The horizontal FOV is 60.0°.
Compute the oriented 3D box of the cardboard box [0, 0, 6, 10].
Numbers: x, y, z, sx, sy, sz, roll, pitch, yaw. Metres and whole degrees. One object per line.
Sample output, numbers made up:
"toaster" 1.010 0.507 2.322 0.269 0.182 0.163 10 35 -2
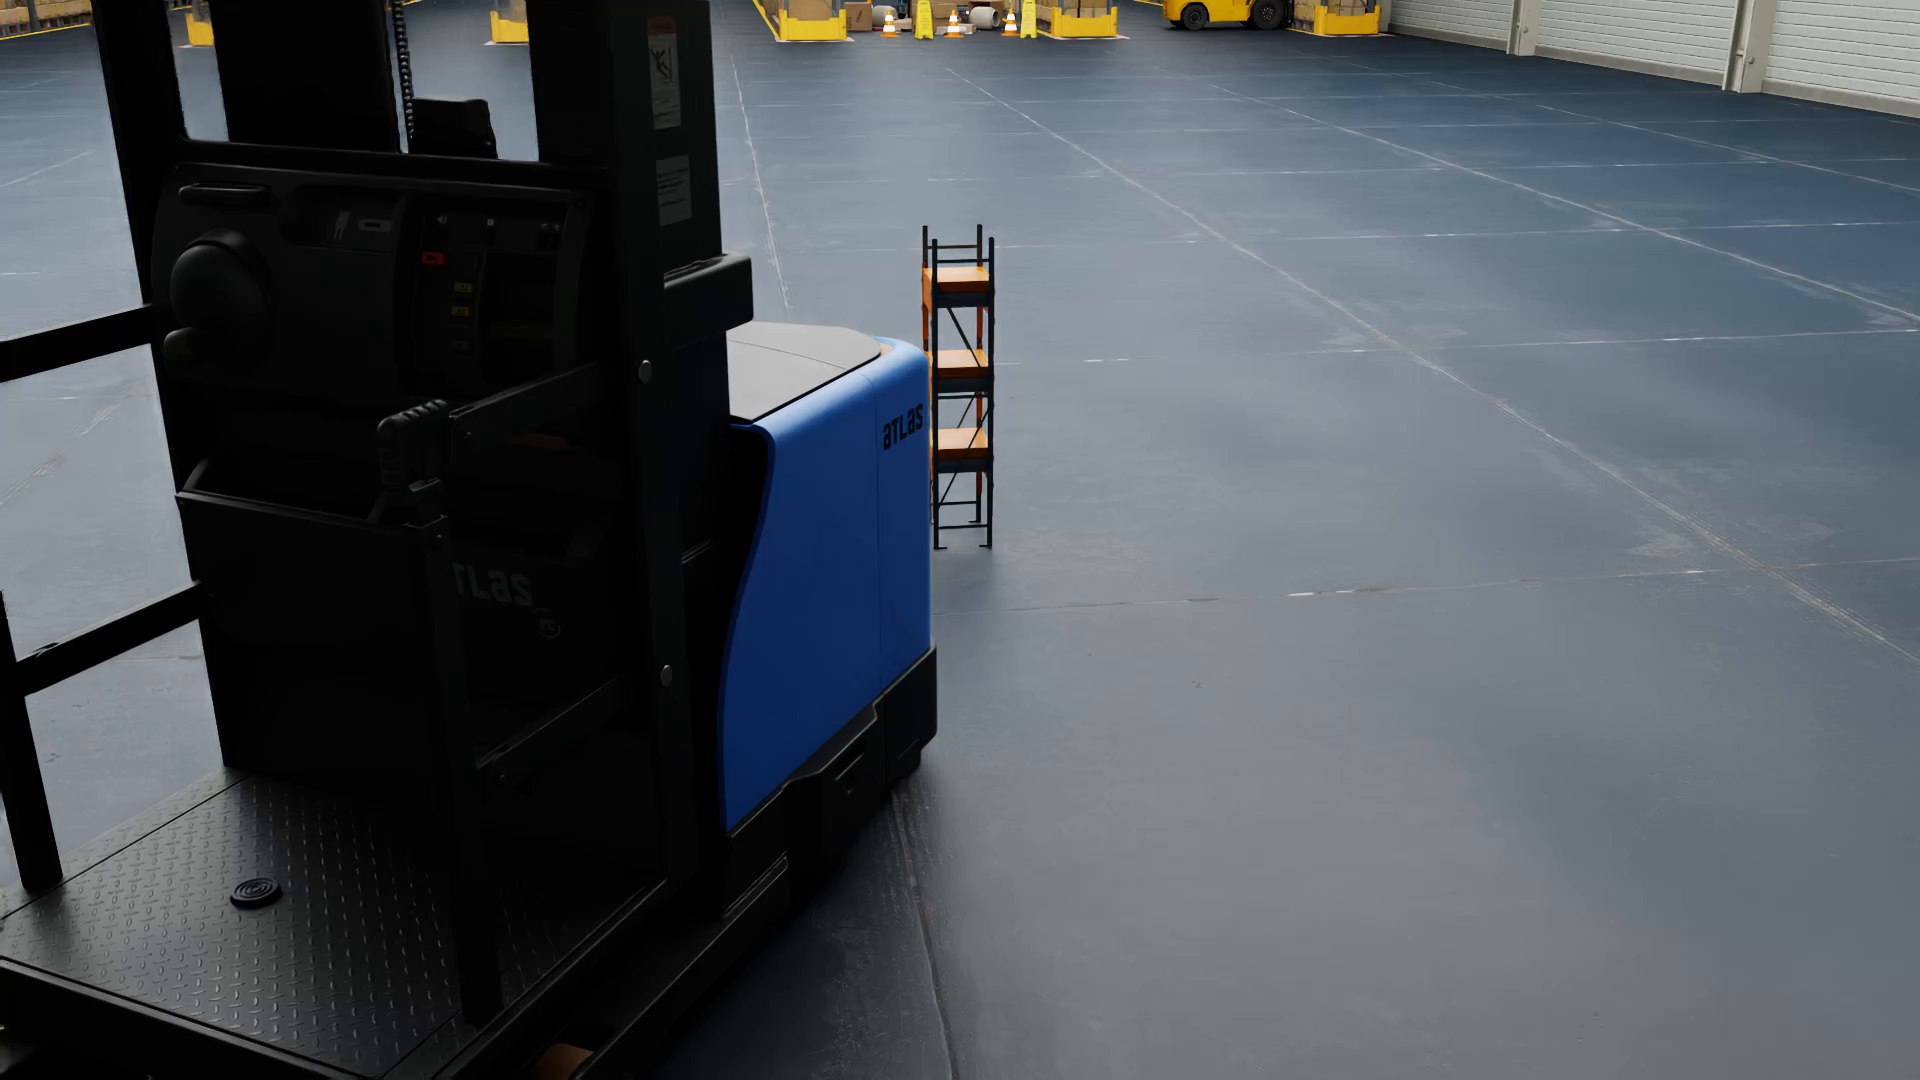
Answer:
"cardboard box" -17.494 -9.745 29.778 0.500 0.500 0.500 -3 21 -8

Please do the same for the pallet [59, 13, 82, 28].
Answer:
"pallet" -18.237 -10.351 33.129 1.003 0.211 1.213 -3 21 -8

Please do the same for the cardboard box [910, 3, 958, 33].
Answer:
"cardboard box" -0.485 -9.905 31.518 0.637 0.503 0.797 17 27 39

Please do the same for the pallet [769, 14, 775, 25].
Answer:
"pallet" -3.373 -10.652 33.934 1.003 0.211 1.213 -3 21 -8

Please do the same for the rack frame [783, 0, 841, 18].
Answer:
"rack frame" -2.610 -10.310 29.033 1.000 3.000 0.127 -3 21 -8

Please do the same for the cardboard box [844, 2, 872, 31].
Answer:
"cardboard box" -1.948 -10.039 31.877 0.500 0.500 0.500 1 20 2

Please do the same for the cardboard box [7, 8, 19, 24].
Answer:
"cardboard box" -17.568 -9.567 30.373 0.500 0.250 0.500 -3 21 -8

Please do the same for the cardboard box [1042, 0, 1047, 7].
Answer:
"cardboard box" 1.821 -10.299 31.262 0.500 0.500 0.500 -2 21 -6

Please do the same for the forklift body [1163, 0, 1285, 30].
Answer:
"forklift body" 5.106 -11.013 32.129 2.313 2.155 1.214 -3 21 -8

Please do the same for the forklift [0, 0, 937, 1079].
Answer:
"forklift" -1.108 -0.430 2.679 1.130 2.935 3.031 9 22 22

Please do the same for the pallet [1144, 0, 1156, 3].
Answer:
"pallet" 5.357 -13.932 42.717 1.003 0.211 1.213 -3 21 -8

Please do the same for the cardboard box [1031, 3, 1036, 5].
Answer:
"cardboard box" 1.682 -10.302 32.342 0.500 0.250 0.500 -3 21 -8

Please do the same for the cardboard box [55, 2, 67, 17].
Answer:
"cardboard box" -17.876 -10.398 32.599 0.500 0.250 0.500 -4 21 -9

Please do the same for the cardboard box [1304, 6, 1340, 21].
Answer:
"cardboard box" 6.804 -9.901 31.269 0.500 0.250 0.500 -3 21 -7

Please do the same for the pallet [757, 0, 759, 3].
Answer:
"pallet" -4.651 -13.812 42.396 1.003 0.211 1.213 -3 21 -8

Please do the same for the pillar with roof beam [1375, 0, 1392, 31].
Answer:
"pillar with roof beam" 3.716 -13.726 29.605 9.100 9.000 0.400 -3 21 -8

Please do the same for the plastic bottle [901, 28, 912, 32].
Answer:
"plastic bottle" -1.033 -9.662 31.498 0.133 0.061 0.283 -11 23 -26

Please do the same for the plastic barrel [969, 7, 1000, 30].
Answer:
"plastic barrel" 0.478 -10.026 31.956 0.512 0.421 0.421 12 24 30

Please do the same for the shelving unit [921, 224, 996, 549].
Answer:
"shelving unit" -0.008 -0.510 5.582 0.215 1.050 0.252 -3 21 -8

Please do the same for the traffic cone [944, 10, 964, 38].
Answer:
"traffic cone" -0.114 -9.316 29.998 0.336 0.463 0.334 -3 21 -8

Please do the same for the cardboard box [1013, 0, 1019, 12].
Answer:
"cardboard box" 1.619 -11.127 34.375 0.950 0.372 0.625 -3 21 -7

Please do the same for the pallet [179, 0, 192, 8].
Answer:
"pallet" -19.343 -13.106 40.504 1.003 0.211 1.213 -3 21 -8

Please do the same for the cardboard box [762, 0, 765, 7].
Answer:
"cardboard box" -3.765 -12.007 36.192 1.050 0.750 0.750 -3 21 -8

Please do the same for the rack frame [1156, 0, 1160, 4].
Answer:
"rack frame" 5.455 -15.001 41.593 1.000 3.000 0.127 -3 21 -8

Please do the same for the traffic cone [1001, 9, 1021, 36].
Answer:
"traffic cone" 0.935 -9.490 30.463 0.336 0.463 0.334 -3 21 -8

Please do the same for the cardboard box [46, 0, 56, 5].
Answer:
"cardboard box" -17.793 -10.482 32.021 0.500 0.311 0.500 -3 21 -8

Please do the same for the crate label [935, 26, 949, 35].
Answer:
"crate label" -0.289 -9.433 30.775 0.250 0.136 0.298 -15 25 -35

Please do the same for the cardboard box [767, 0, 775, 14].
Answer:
"cardboard box" -3.365 -11.048 33.624 1.050 0.750 0.750 -3 21 -8

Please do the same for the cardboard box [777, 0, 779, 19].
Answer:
"cardboard box" -3.032 -10.363 31.611 0.875 0.875 0.875 -3 21 -7

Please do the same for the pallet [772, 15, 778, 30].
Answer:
"pallet" -3.155 -10.121 32.513 1.003 0.211 1.213 -3 21 -8

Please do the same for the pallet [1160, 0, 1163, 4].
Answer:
"pallet" 5.610 -13.415 41.332 1.003 0.211 1.213 -3 21 -8

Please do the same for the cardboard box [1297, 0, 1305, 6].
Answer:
"cardboard box" 6.744 -10.316 31.664 0.500 0.250 0.500 -3 21 -8

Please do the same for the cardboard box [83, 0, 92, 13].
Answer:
"cardboard box" -18.095 -10.927 34.014 0.500 0.250 0.500 -3 21 -8

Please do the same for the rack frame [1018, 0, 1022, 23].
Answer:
"rack frame" 1.697 -11.979 33.503 1.000 3.000 0.127 -3 21 -8

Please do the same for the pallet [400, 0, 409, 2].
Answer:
"pallet" -14.660 -13.791 42.338 1.003 0.211 1.213 -3 21 -8

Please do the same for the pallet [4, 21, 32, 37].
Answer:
"pallet" -17.840 -9.397 30.575 1.003 0.211 1.213 -3 21 -8

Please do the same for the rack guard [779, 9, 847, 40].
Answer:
"rack guard" -2.607 -9.130 29.448 1.175 0.500 0.348 -3 21 -8

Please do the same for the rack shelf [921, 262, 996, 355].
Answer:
"rack shelf" -0.008 -0.766 5.486 0.215 0.259 0.240 -3 21 -8

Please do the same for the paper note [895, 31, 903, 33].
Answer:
"paper note" -1.150 -9.532 31.197 0.144 0.017 0.142 4 21 11

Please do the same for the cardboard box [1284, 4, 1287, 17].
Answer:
"cardboard box" 6.582 -10.426 32.675 0.500 0.250 0.500 -2 21 -6

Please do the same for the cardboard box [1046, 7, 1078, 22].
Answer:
"cardboard box" 1.887 -9.778 30.938 0.500 0.250 0.500 -3 21 -8
